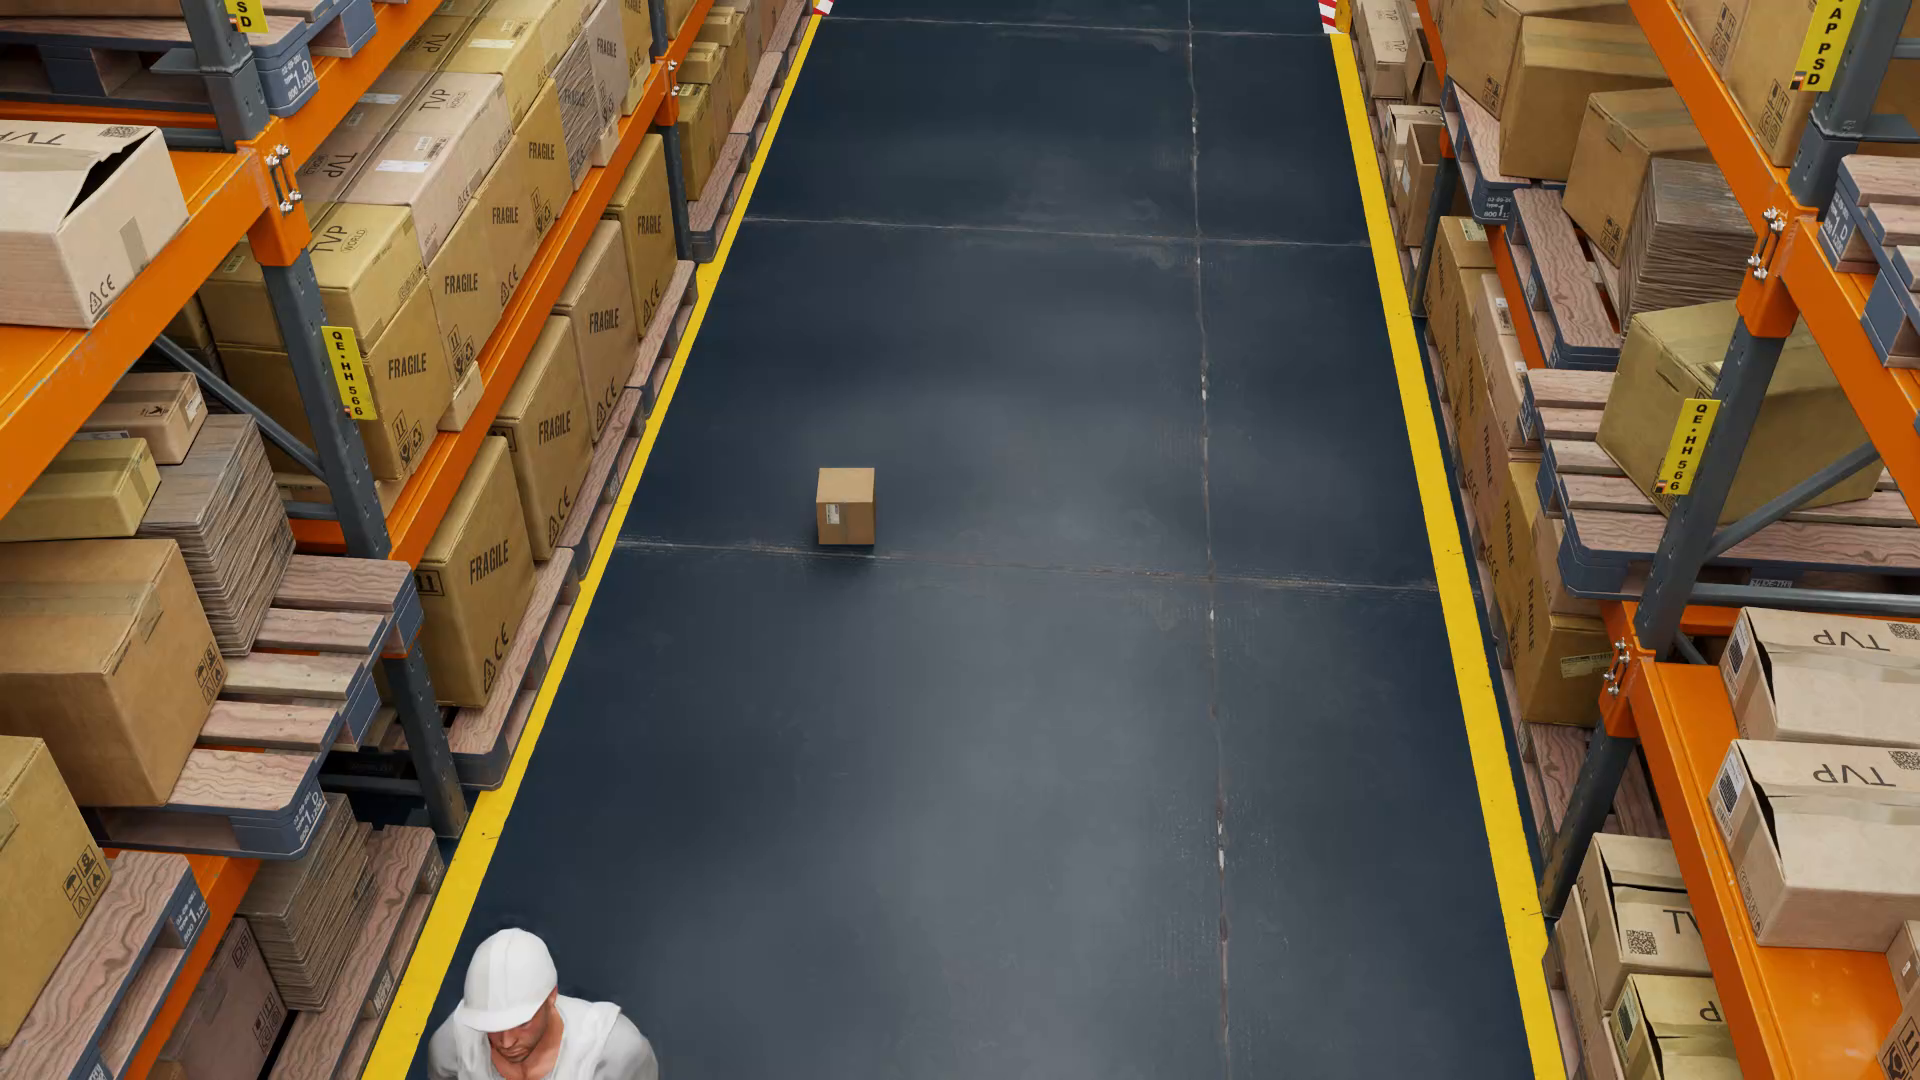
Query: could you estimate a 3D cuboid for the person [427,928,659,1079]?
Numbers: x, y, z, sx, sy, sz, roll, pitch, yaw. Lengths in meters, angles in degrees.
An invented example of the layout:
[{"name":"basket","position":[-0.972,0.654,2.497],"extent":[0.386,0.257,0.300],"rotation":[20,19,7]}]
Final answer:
[{"name":"person","position":[-1.040,1.662,4.108],"extent":[0.539,1.738,0.962],"rotation":[7,40,8]}]
